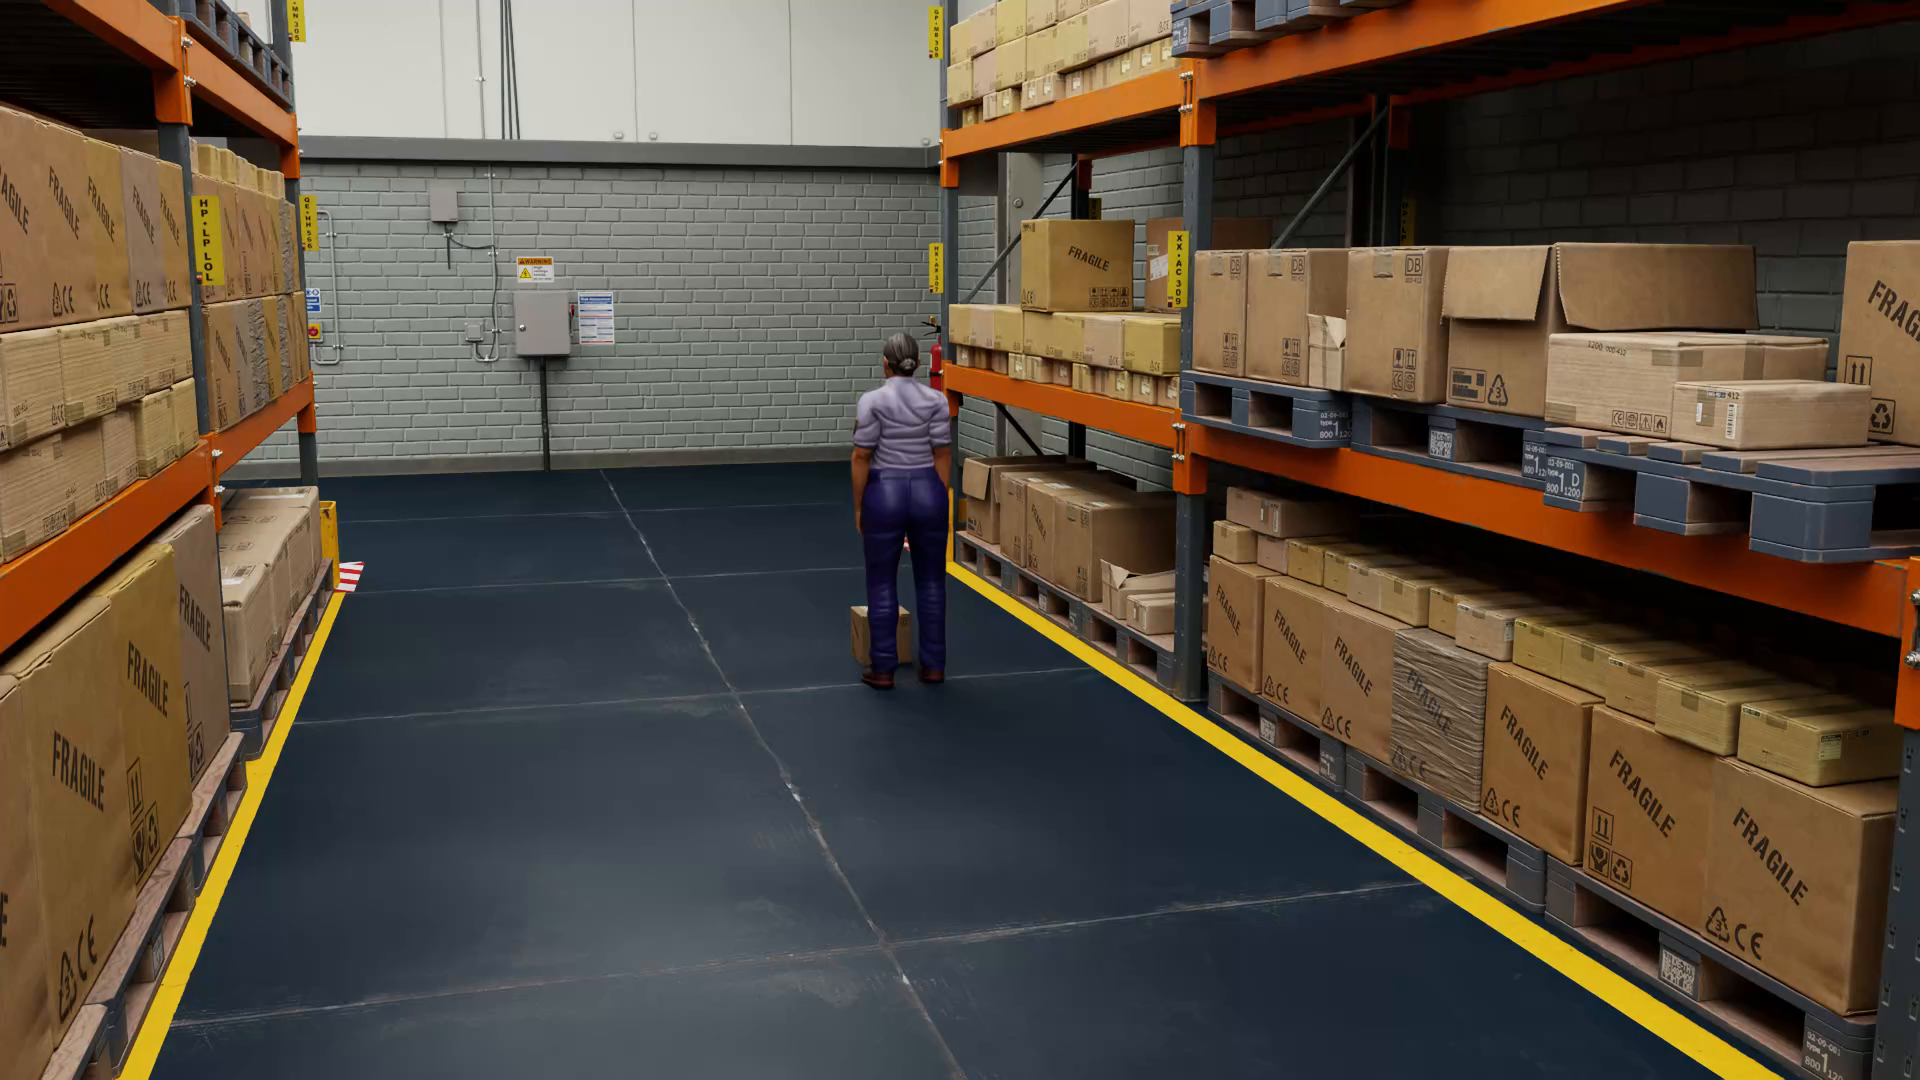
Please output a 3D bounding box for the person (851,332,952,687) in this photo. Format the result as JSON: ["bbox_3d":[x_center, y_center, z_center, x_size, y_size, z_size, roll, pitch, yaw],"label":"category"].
[{"bbox_3d":[-0.280,-0.134,7.776,0.473,1.668,0.355,-3,10,-15],"label":"person"}]
